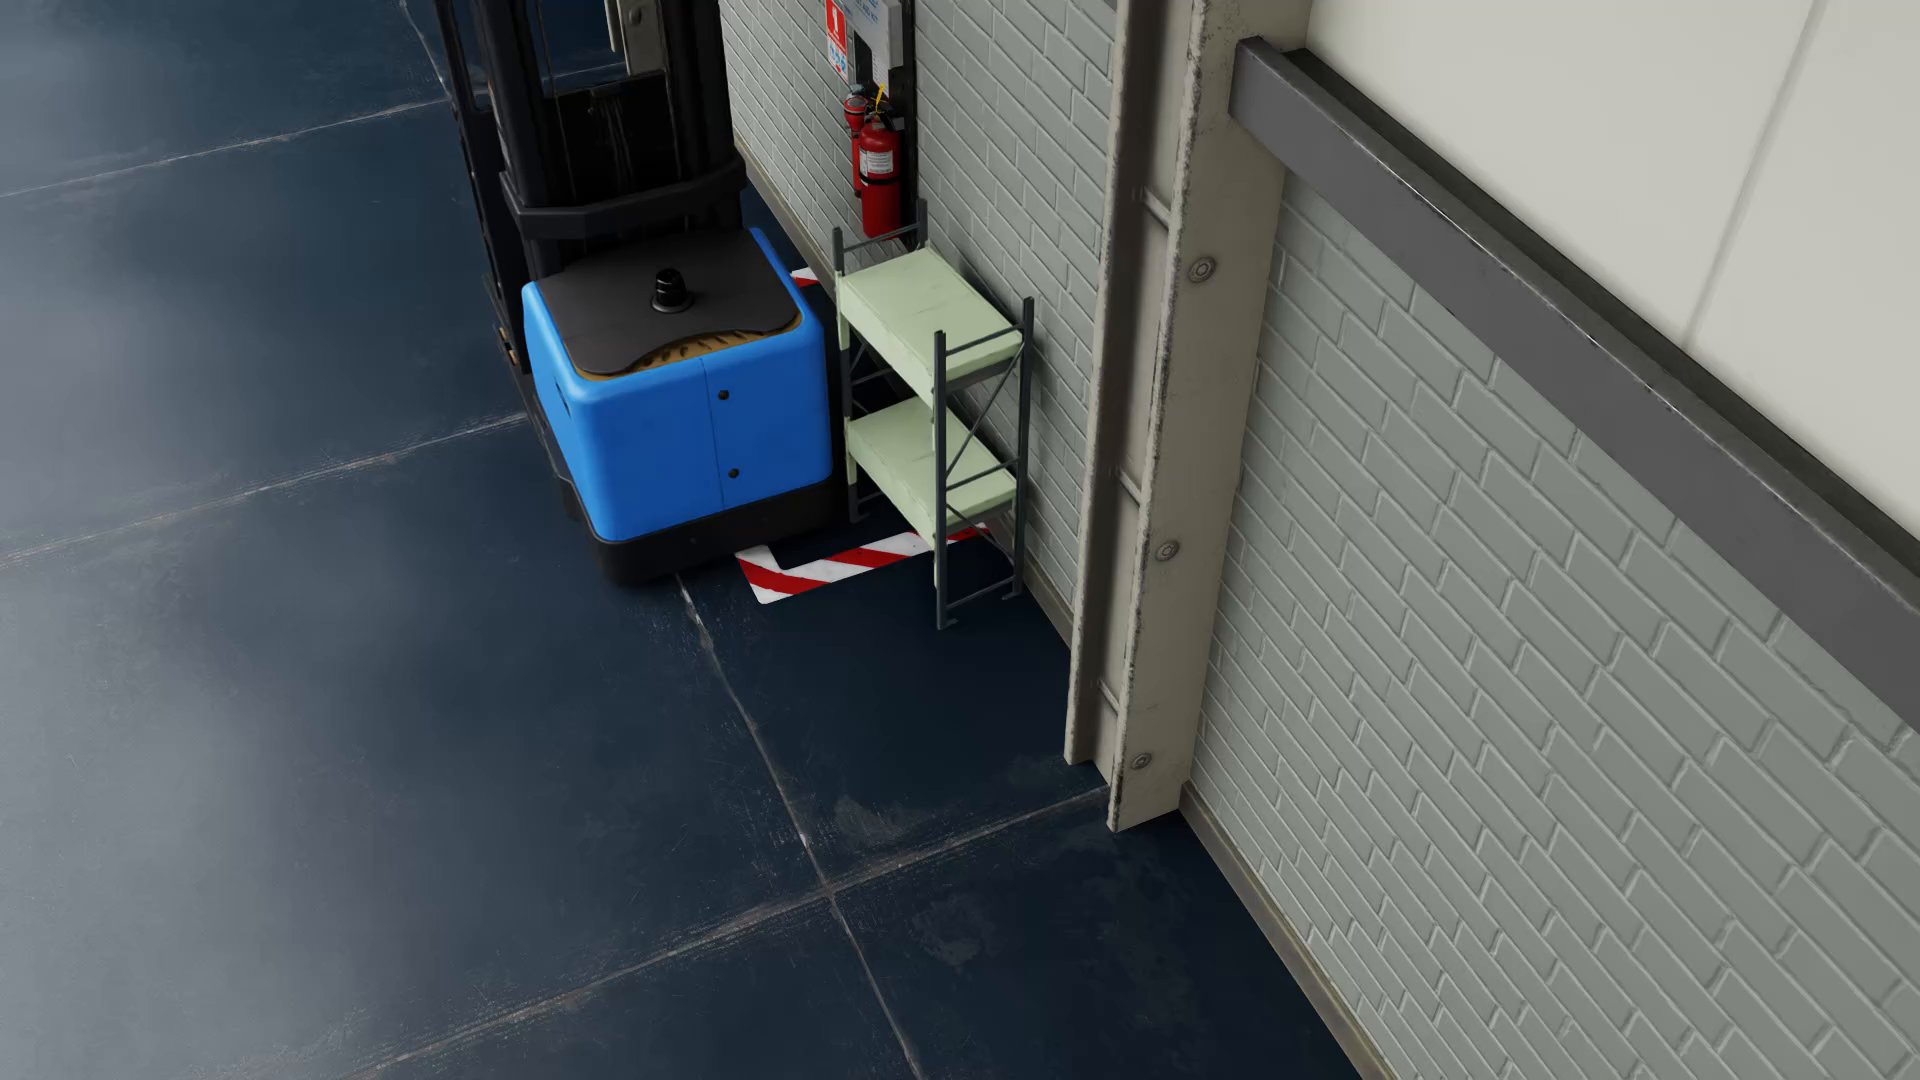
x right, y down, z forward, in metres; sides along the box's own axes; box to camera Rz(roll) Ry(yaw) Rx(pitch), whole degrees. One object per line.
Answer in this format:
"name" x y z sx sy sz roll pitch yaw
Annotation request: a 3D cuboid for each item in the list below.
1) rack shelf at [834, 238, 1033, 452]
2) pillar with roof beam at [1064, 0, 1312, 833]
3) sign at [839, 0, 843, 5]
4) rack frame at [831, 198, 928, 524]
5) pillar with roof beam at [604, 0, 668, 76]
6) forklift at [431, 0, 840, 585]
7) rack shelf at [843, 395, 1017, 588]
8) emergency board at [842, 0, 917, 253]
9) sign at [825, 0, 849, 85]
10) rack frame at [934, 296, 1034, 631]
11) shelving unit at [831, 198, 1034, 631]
"rack shelf" -0.108 -0.742 6.246 0.431 0.370 0.720 -23 49 -22
"pillar with roof beam" -3.293 -1.038 1.764 9.100 9.000 0.400 -18 47 -17
"sign" -0.536 -2.338 6.950 0.001 0.109 0.331 -18 47 -17
"rack frame" -0.302 -0.682 6.741 0.400 1.500 0.023 -23 49 -22
"pillar with roof beam" -5.816 -4.861 5.639 9.100 9.000 0.400 -18 47 -17
"forklift" -1.582 -1.902 6.960 1.130 2.935 3.031 -18 47 -17
"rack shelf" -0.109 -0.231 6.748 0.431 0.370 0.720 -23 49 -22
"emergency board" -0.391 -1.760 6.767 0.194 1.169 0.643 -18 47 -17
"sign" -0.530 -2.155 7.142 0.001 0.329 0.234 -18 47 -17
"rack frame" 0.084 -0.245 6.298 0.400 1.500 0.023 -23 49 -22
"shelving unit" -0.109 -0.464 6.520 0.431 1.500 0.755 -23 49 -22
